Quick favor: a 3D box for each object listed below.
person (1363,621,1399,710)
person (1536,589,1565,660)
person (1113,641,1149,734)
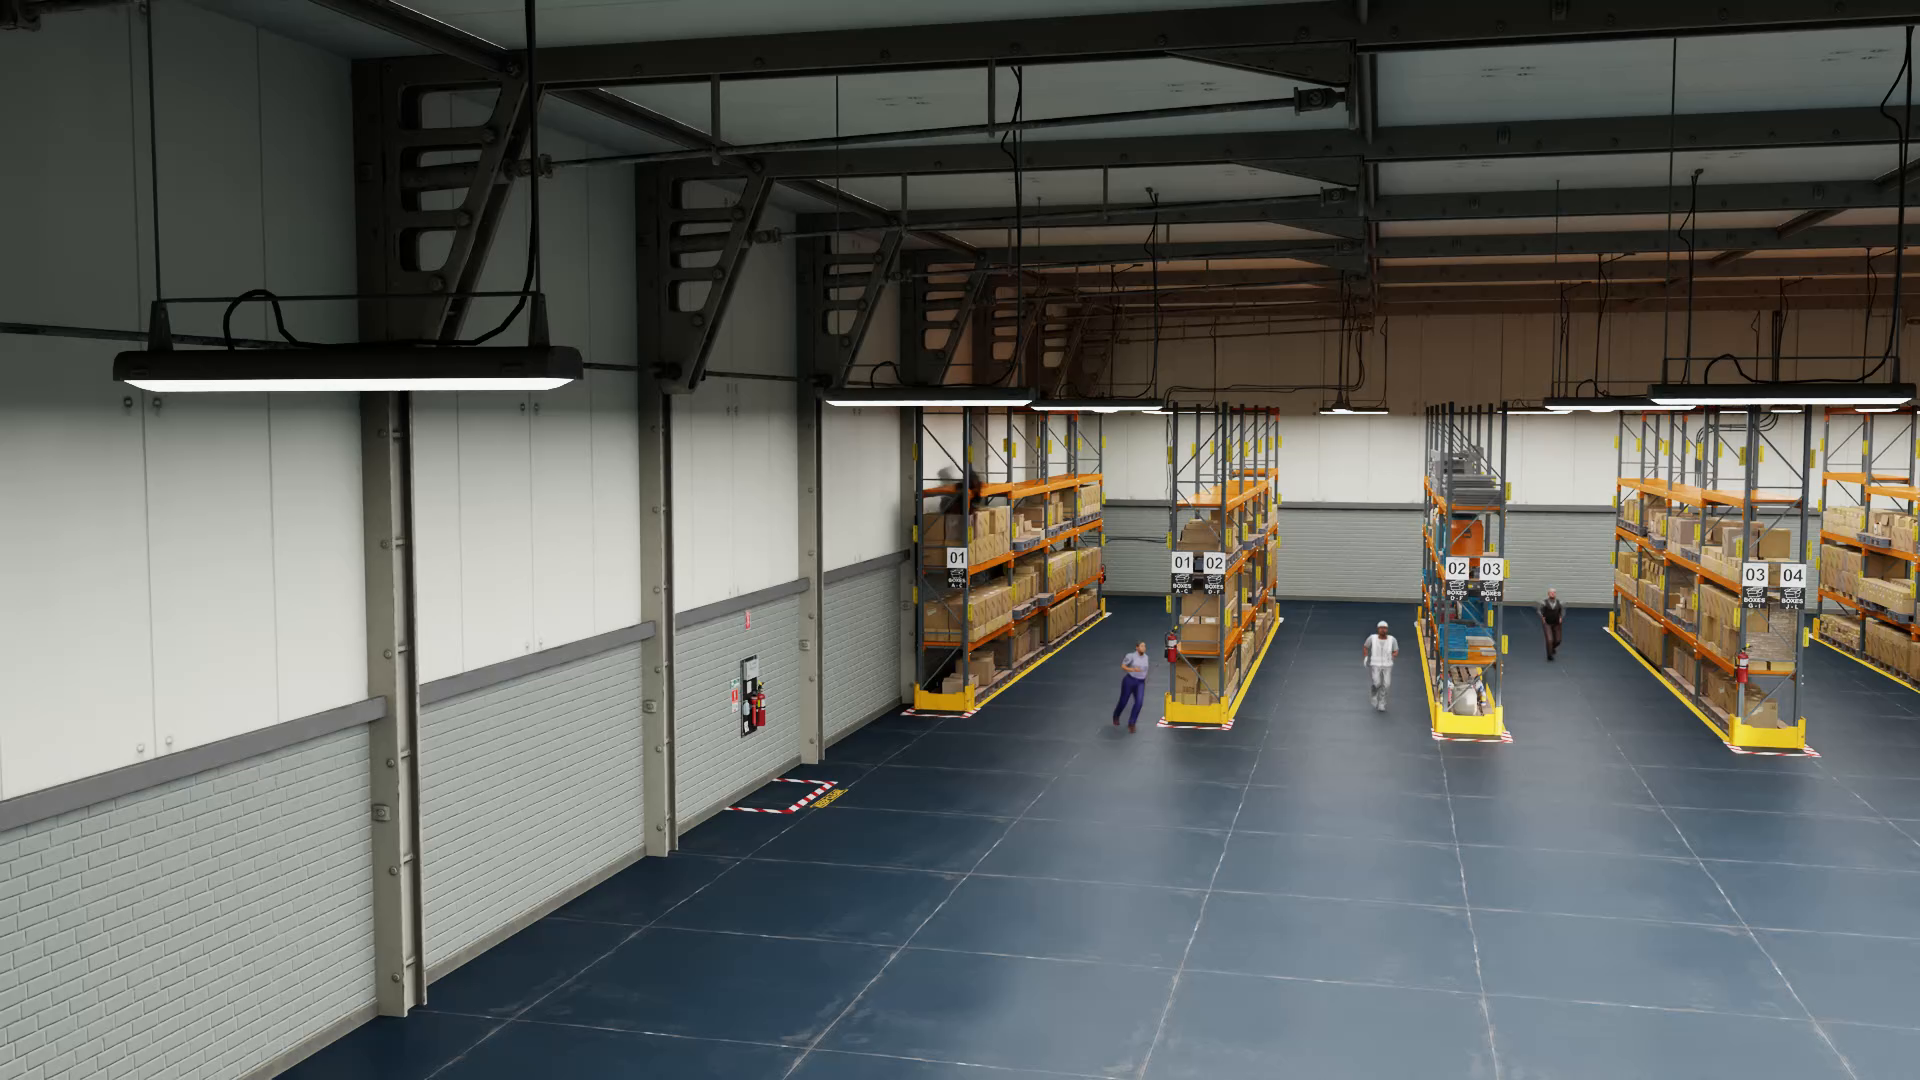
[{"bbox_3d":[8.192,2.450,32.322,0.670,1.737,0.624,1,4,8],"label":"person"},{"bbox_3d":[13.944,1.989,39.239,0.659,1.673,0.614,1,4,8],"label":"person"},{"bbox_3d":[3.217,2.663,30.520,0.640,1.650,0.844,-1,4,-16],"label":"person"}]
